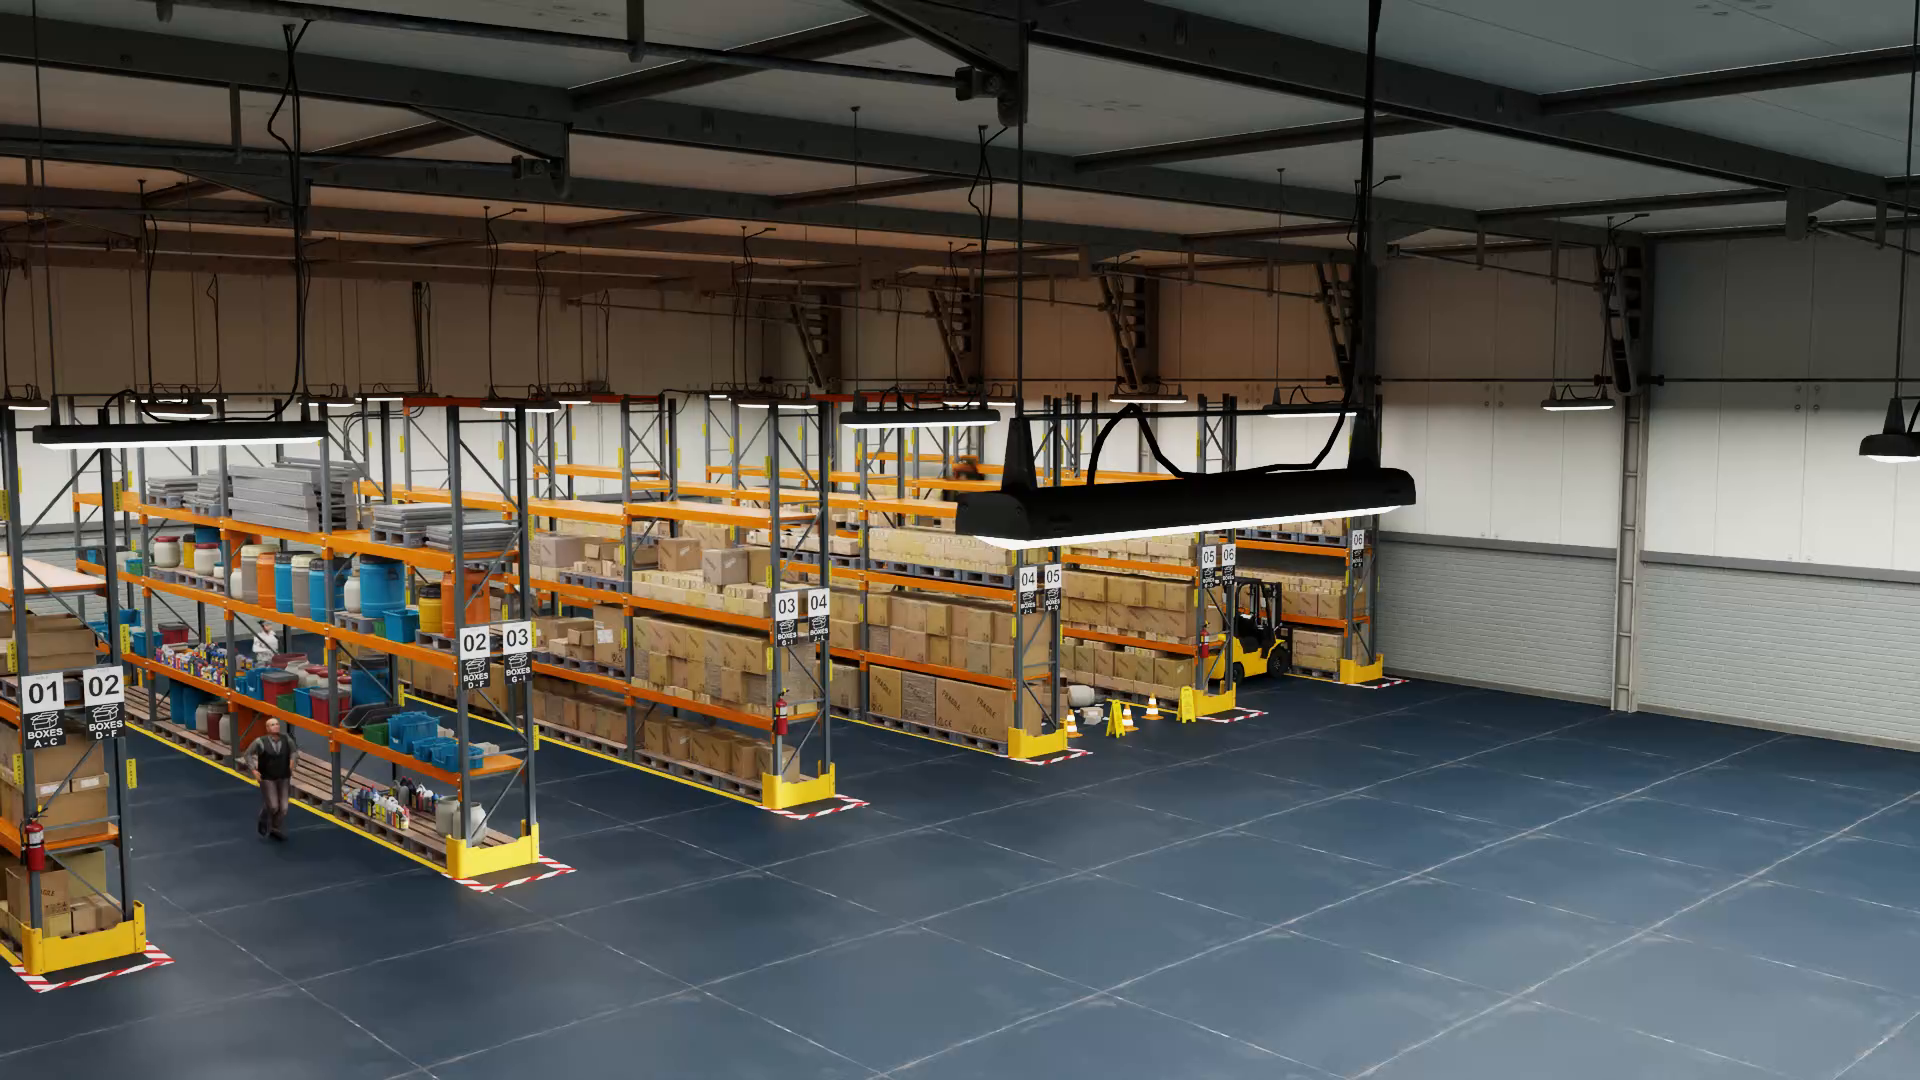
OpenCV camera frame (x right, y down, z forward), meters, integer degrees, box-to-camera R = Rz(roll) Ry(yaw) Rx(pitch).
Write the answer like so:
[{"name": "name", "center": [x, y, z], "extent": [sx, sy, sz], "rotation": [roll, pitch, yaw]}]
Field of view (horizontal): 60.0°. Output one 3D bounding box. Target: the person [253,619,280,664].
[{"name": "person", "center": [-13.439, 2.368, 32.265], "extent": [0.839, 1.742, 0.603], "rotation": [5, 7, 41]}]

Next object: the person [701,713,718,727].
[{"name": "person", "center": [-4.552, 2.617, 30.213], "extent": [0.576, 1.638, 0.635], "rotation": [-5, 8, -43]}]

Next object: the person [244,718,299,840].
[{"name": "person", "center": [-9.378, 3.285, 22.794], "extent": [0.703, 1.694, 0.542], "rotation": [-5, 7, -42]}]

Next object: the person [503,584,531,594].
[{"name": "person", "center": [-10.736, 1.592, 39.962], "extent": [0.701, 1.791, 0.897], "rotation": [3, 6, 27]}]
